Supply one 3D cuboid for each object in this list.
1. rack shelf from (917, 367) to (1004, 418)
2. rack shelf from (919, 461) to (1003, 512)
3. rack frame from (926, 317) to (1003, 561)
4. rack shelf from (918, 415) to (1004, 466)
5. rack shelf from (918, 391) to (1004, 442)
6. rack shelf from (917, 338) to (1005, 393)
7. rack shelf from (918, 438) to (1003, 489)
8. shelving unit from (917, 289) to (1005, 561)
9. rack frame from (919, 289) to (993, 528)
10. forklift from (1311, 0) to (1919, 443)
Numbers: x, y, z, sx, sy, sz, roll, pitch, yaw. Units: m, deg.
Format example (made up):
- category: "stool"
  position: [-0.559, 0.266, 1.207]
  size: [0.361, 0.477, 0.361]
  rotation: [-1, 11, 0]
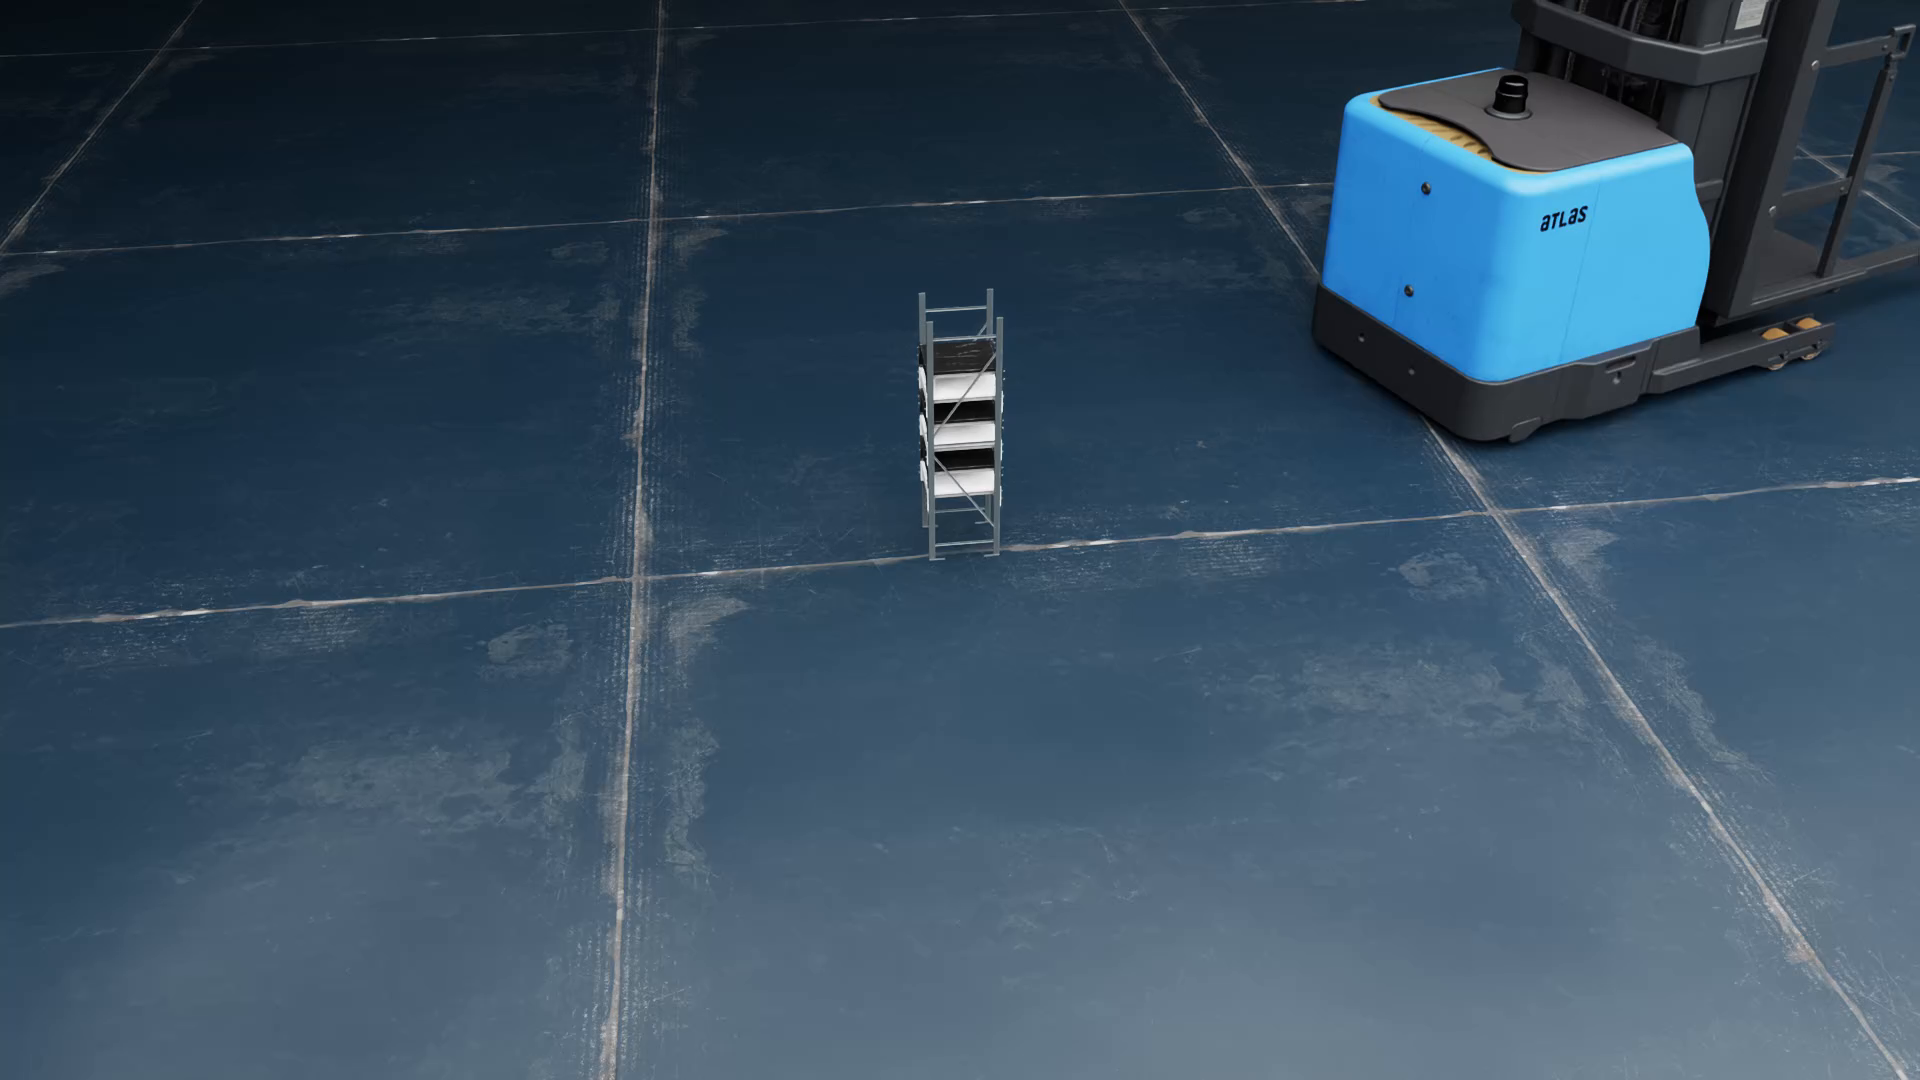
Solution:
- category: "rack shelf"
  position: [0.001, -0.489, 5.407]
  size: [0.258, 0.077, 0.200]
  rotation: [-4, 35, -6]
- category: "rack shelf"
  position: [0.001, -0.191, 5.610]
  size: [0.258, 0.077, 0.200]
  rotation: [-4, 35, -6]
- category: "rack frame"
  position: [0.015, -0.311, 5.407]
  size: [0.240, 0.900, 0.006]
  rotation: [-4, 35, -6]
- category: "rack shelf"
  position: [0.001, -0.340, 5.509]
  size: [0.258, 0.077, 0.200]
  rotation: [-4, 35, -6]
- category: "rack shelf"
  position: [0.001, -0.414, 5.458]
  size: [0.258, 0.077, 0.200]
  rotation: [-4, 35, -6]
- category: "rack shelf"
  position: [0.001, -0.563, 5.357]
  size: [0.258, 0.077, 0.200]
  rotation: [-4, 35, -6]
- category: "rack shelf"
  position: [0.001, -0.265, 5.559]
  size: [0.258, 0.077, 0.200]
  rotation: [-4, 35, -6]
- category: "shelving unit"
  position: [0.001, -0.367, 5.490]
  size: [0.258, 0.900, 0.210]
  rotation: [-4, 35, -6]
- category: "rack frame"
  position: [-0.013, -0.424, 5.573]
  size: [0.240, 0.900, 0.006]
  rotation: [-4, 35, -6]
- category: "forklift"
  position: [2.998, -2.150, 6.302]
  size: [3.031, 2.935, 1.130]
  rotation: [-16, 37, -22]
